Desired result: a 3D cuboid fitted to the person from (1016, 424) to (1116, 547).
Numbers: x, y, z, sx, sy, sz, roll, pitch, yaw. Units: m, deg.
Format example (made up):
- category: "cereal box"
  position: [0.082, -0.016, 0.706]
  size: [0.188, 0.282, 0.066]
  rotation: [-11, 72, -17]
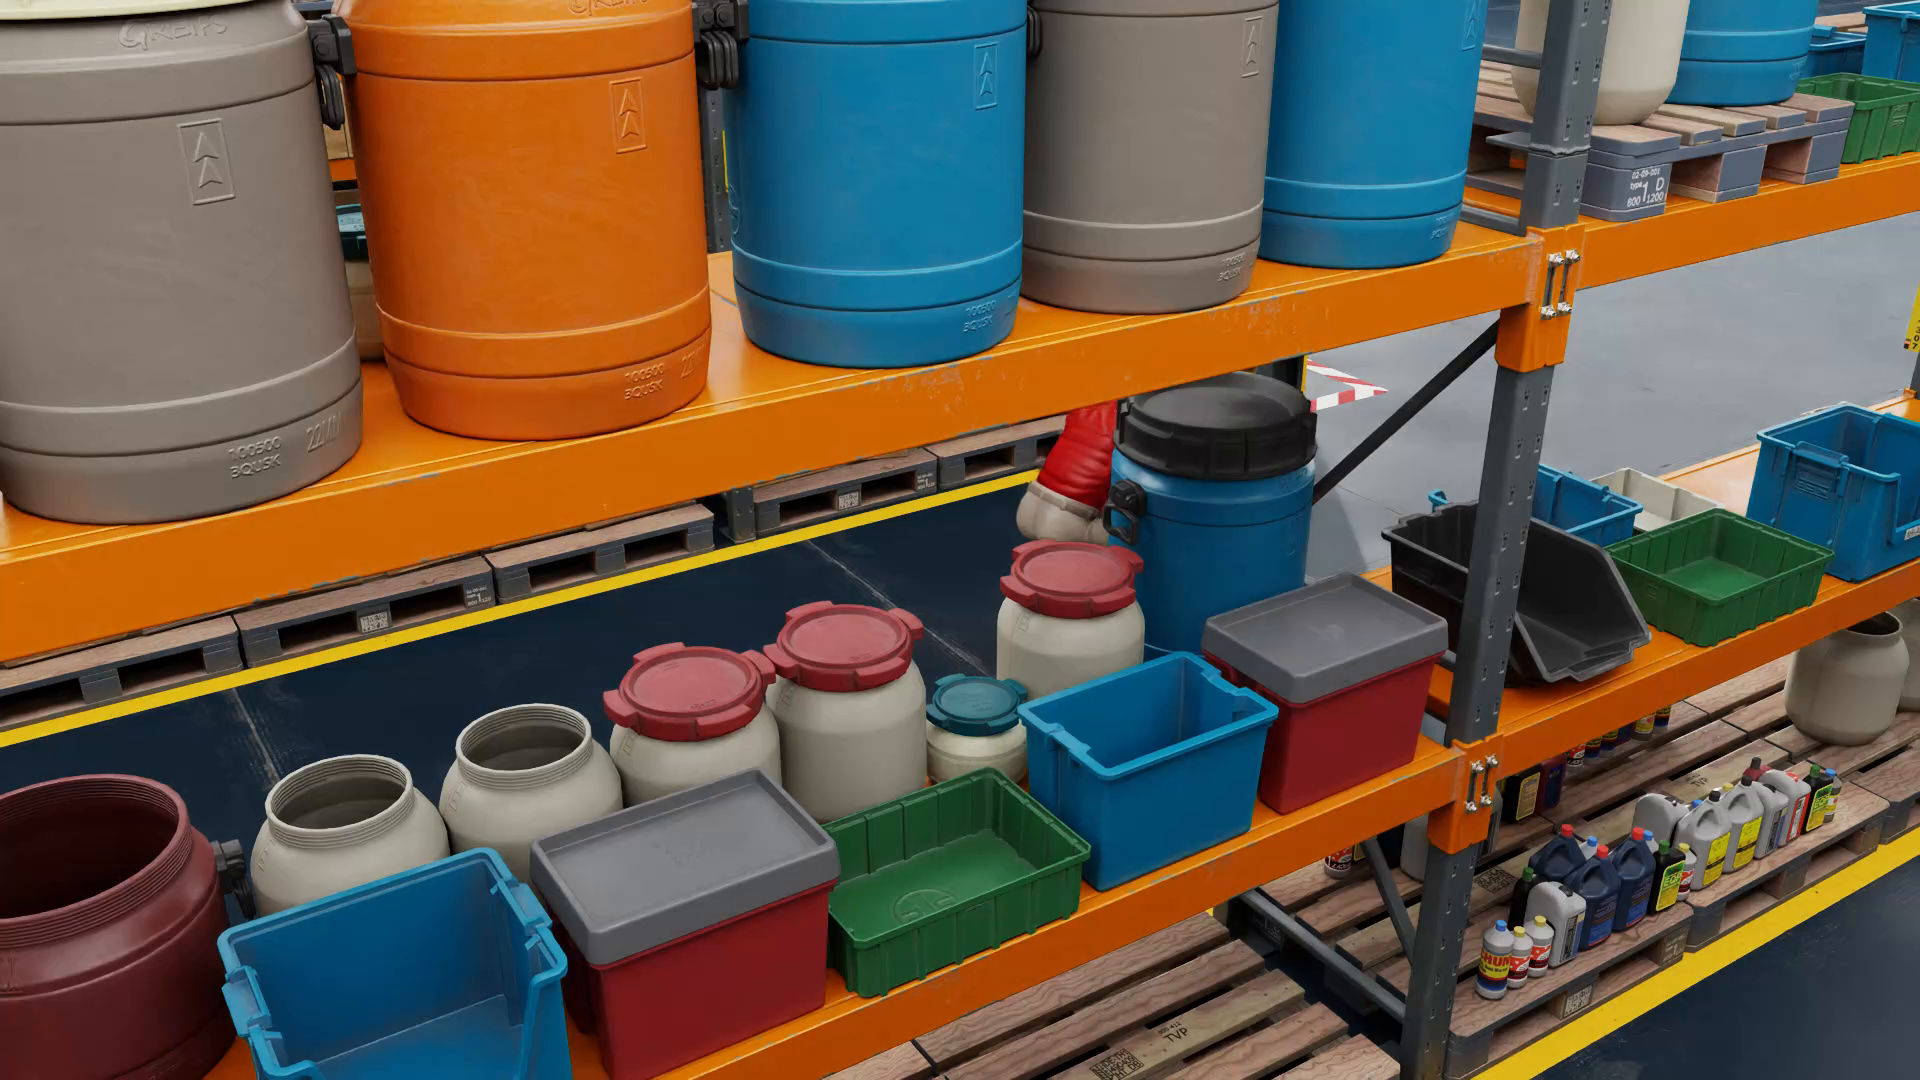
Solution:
- category: "person"
  position: [0.645, -0.071, 8.013]
  size: [0.830, 1.114, 0.576]
  rotation: [-15, 29, -30]
